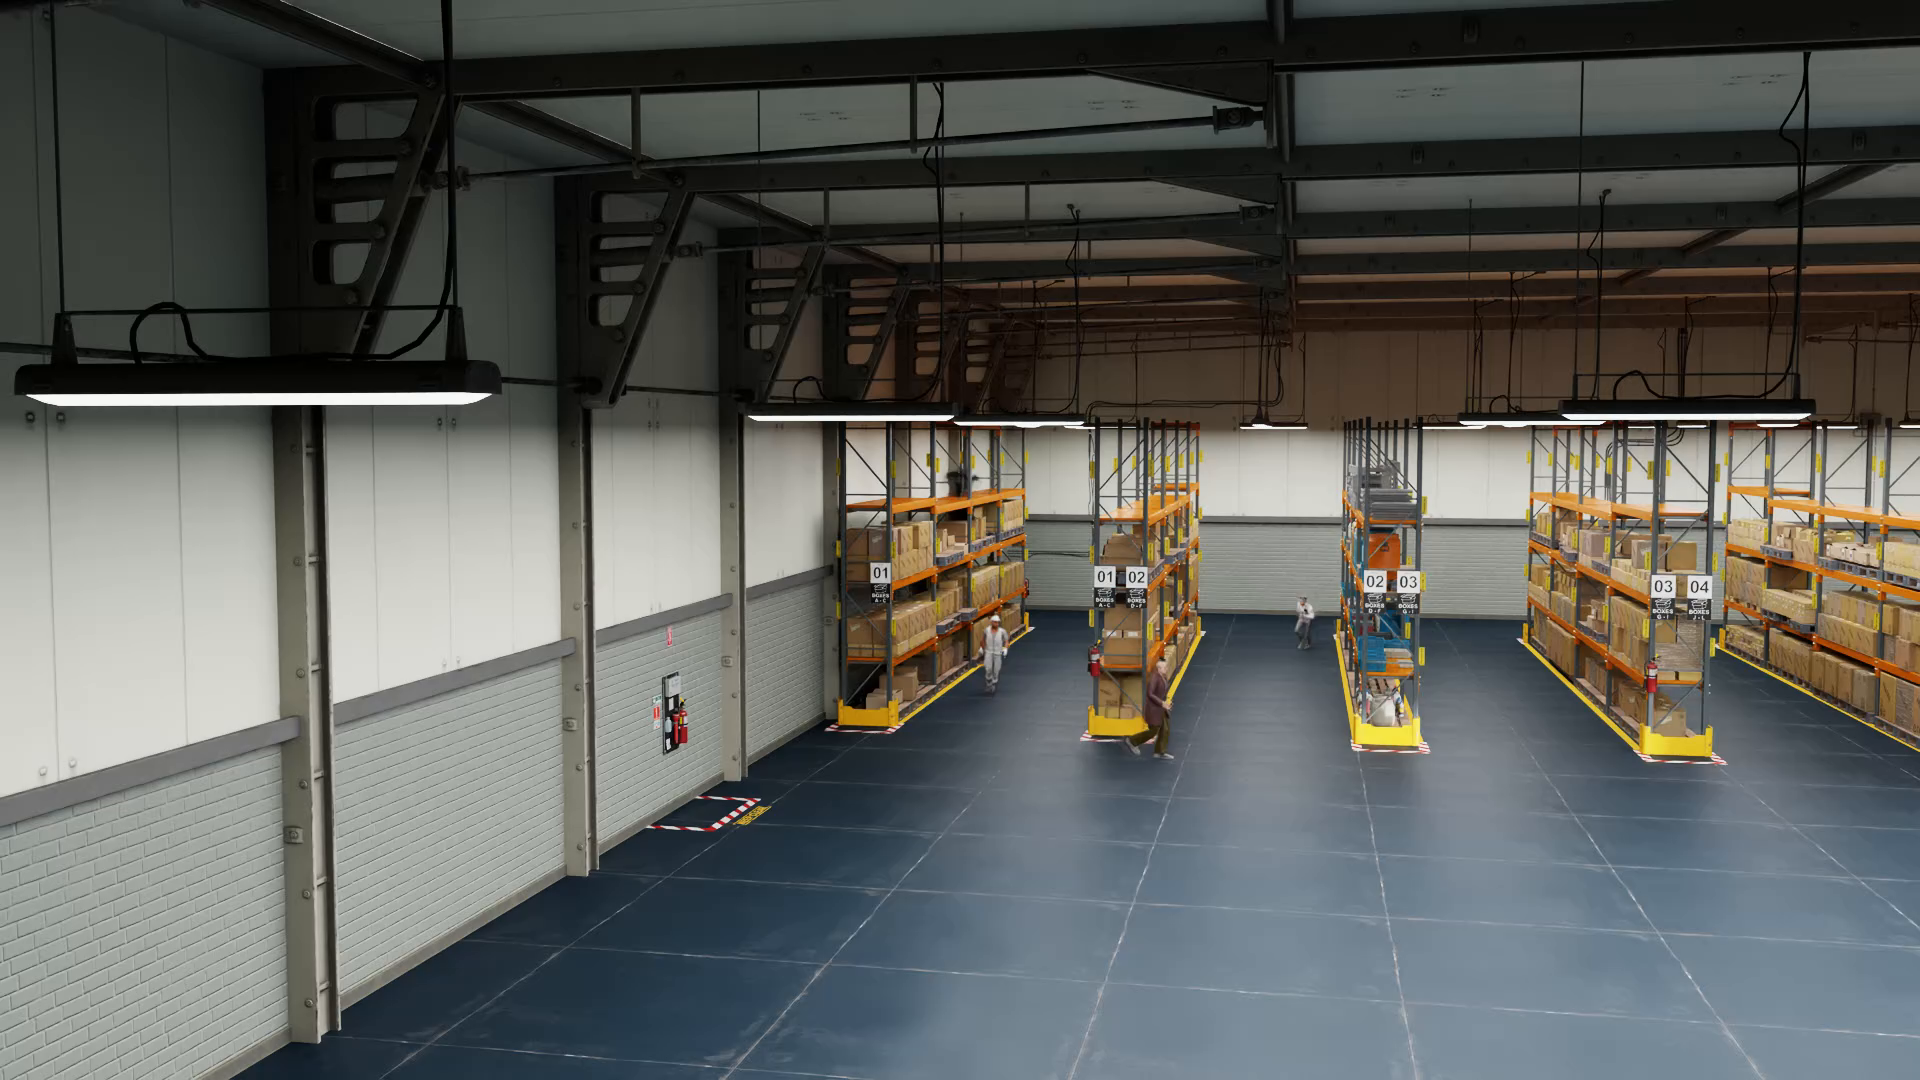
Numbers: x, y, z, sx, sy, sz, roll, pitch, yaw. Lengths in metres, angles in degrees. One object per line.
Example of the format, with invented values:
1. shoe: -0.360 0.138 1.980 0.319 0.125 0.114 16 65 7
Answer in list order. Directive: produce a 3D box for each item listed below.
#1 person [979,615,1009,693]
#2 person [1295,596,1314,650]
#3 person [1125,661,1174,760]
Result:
1. person: 0.744 2.489 36.181 0.649 1.729 0.809 0 4 -1
2. person: 9.060 2.149 43.542 0.603 1.448 1.051 3 4 34
3. person: 3.338 3.068 29.146 0.869 1.541 0.713 2 4 28
